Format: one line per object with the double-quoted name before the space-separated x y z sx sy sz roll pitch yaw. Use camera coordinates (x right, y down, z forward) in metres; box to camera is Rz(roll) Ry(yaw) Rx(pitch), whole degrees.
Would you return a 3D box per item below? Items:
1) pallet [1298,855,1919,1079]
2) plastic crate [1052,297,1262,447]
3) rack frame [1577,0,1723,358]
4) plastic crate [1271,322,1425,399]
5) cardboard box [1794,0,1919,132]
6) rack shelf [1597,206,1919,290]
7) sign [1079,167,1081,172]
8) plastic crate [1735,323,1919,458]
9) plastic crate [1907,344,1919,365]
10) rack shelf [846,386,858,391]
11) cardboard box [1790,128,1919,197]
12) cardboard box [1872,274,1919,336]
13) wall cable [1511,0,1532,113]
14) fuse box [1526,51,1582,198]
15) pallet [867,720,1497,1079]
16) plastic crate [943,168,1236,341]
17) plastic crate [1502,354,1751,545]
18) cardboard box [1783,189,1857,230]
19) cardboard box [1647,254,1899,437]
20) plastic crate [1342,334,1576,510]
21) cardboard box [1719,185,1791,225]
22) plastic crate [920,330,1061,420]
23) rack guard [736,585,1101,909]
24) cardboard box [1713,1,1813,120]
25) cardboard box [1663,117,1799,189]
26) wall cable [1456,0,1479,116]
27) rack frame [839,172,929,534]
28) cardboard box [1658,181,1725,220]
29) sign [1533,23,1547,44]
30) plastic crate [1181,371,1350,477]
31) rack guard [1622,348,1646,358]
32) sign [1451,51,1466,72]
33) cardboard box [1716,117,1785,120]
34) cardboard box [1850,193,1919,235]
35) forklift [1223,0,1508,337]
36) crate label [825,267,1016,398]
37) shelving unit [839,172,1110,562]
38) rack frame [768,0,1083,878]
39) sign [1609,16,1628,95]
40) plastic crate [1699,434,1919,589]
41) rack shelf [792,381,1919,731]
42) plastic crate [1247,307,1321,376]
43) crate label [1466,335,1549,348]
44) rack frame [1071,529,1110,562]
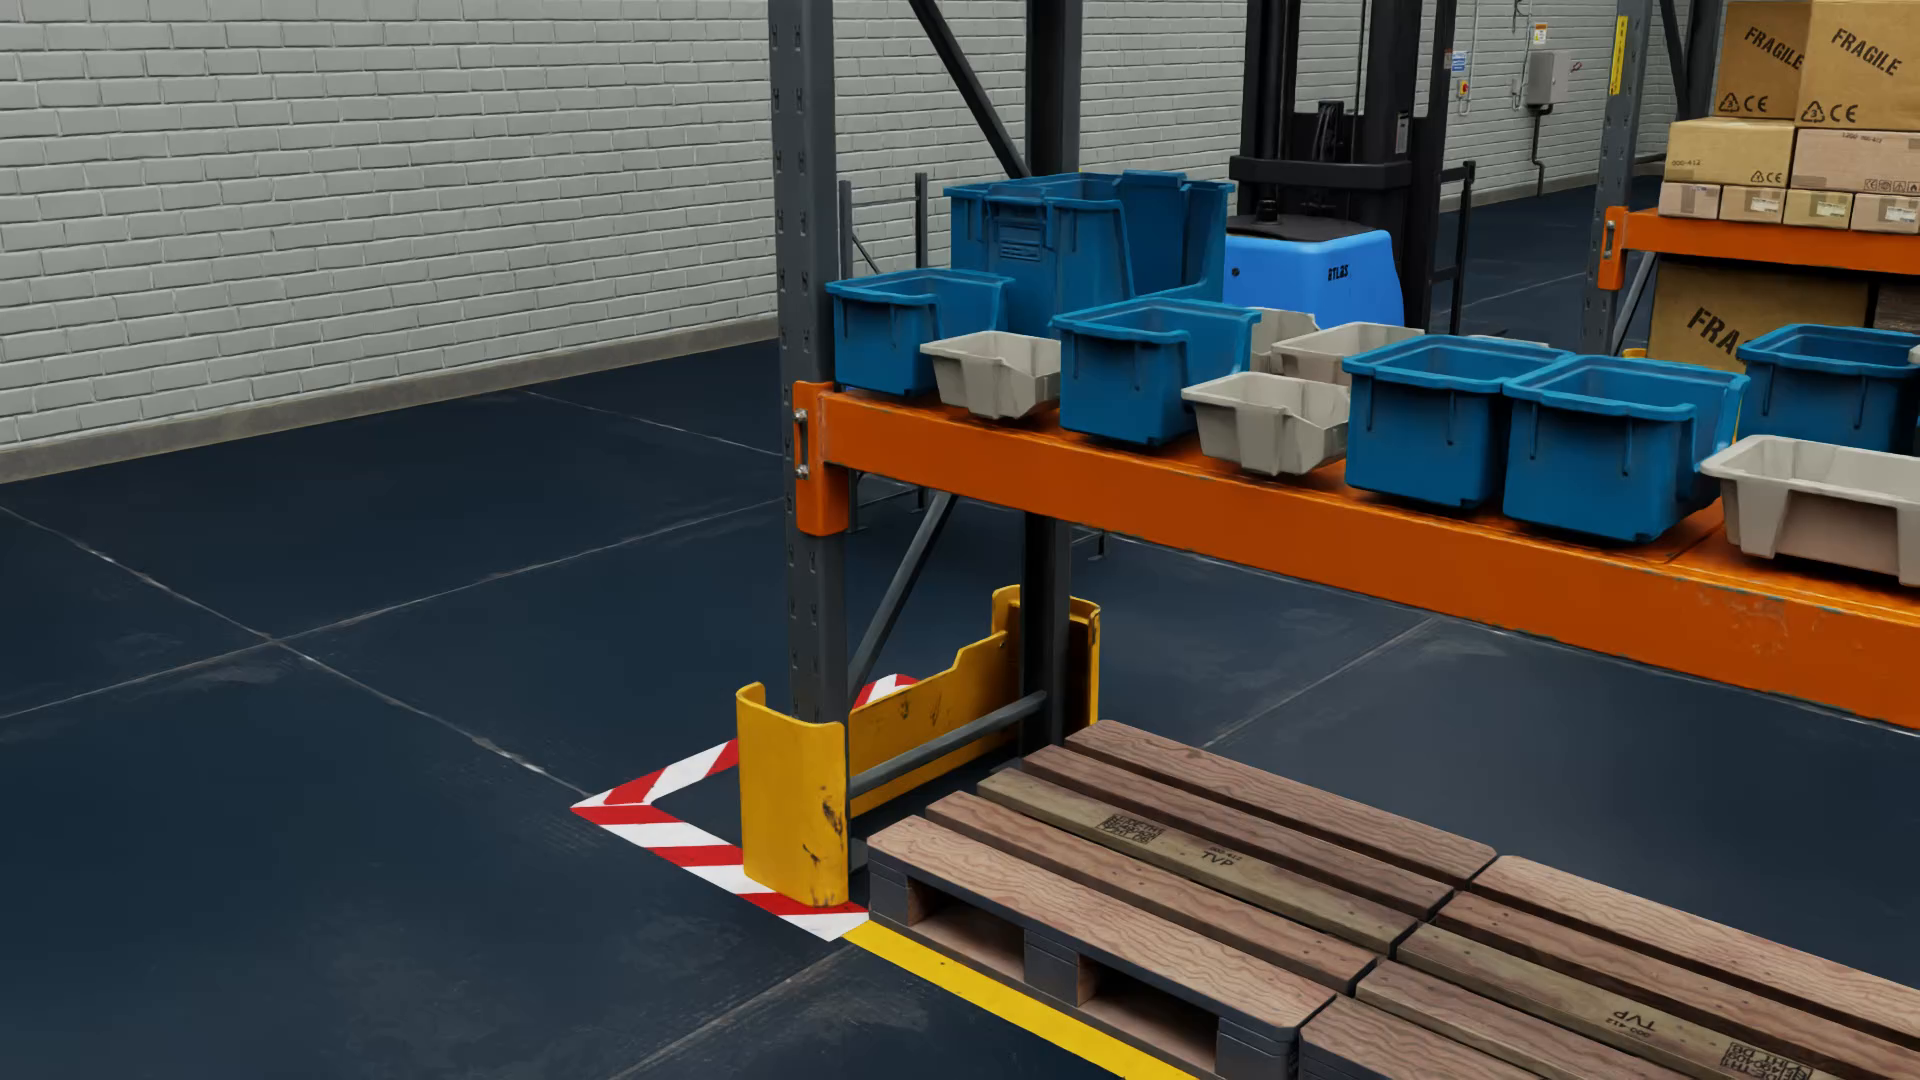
"pallet" 1.445 1.091 3.326 1.213 0.211 1.003 15 23 39
"plastic crate" 0.405 -0.350 3.434 0.300 0.233 0.416 15 23 39
"rack frame" 3.234 -1.778 7.756 0.127 3.000 1.000 15 23 39
"plastic crate" 0.883 -0.376 3.676 0.243 0.136 0.396 15 23 39
"cardboard box" 3.787 -1.948 6.808 0.500 0.500 0.500 14 23 38
"rack shelf" 4.730 -1.034 6.600 4.000 0.370 1.077 15 23 39
"sign" 0.299 -0.863 4.603 0.005 0.325 0.100 15 23 39
"plastic crate" 1.652 -0.252 3.125 0.300 0.233 0.416 15 23 39
"plastic crate" 1.918 -0.175 2.801 0.530 0.282 0.437 15 23 39
"rack shelf" 0.064 -0.526 6.885 1.000 0.185 0.538 15 23 39
"cardboard box" 3.807 -1.588 6.914 0.500 0.250 0.500 15 23 39
"cardboard box" 4.446 -0.673 7.090 0.875 0.875 0.875 15 23 39
"wall cable" 6.511 -5.955 19.237 0.122 1.984 0.588 15 23 39
"fuse box" 7.082 -4.979 19.972 0.414 1.711 0.539 15 23 39
"pallet" 0.537 0.846 4.098 1.213 0.211 1.003 15 23 39
"plastic crate" 0.320 -0.678 4.132 0.499 0.435 0.616 15 23 39
"plastic crate" 1.121 -0.158 2.828 0.300 0.233 0.416 15 23 39
"cardboard box" 3.665 -1.410 7.011 0.250 0.149 0.380 14 23 38
"cardboard box" 3.765 -0.855 7.666 0.875 0.875 0.875 15 23 39
"plastic crate" 0.897 -0.218 3.018 0.300 0.233 0.416 15 23 39
"cardboard box" 3.473 -1.461 7.173 0.250 0.149 0.380 15 23 38
"plastic crate" 0.097 -0.353 3.603 0.298 0.136 0.250 15 23 39
"rack guard" -0.081 0.532 4.609 0.348 0.500 1.175 15 23 39
"cardboard box" 3.773 -2.168 7.500 0.500 0.500 0.500 15 23 40
"cardboard box" 3.413 -1.691 7.238 0.500 0.250 0.500 14 23 38
"wall cable" 5.579 -5.646 18.213 0.123 1.953 0.585 15 23 39
"rack frame" -0.316 -0.800 7.152 0.032 1.500 0.500 15 23 39
"cardboard box" 3.280 -1.513 7.334 0.250 0.149 0.380 15 23 40
"sign" 6.891 -6.016 19.744 0.001 0.242 0.339 15 23 39
"plastic crate" 0.605 -0.217 3.174 0.298 0.136 0.250 15 23 39
"rack guard" 3.216 -0.592 8.149 0.348 0.500 1.175 15 23 39
"sign" 5.501 -5.277 18.335 0.001 0.218 0.327 15 23 39
"cardboard box" 3.772 -1.811 7.616 0.500 0.250 0.500 15 23 38
"cardboard box" 3.861 -1.358 6.847 0.250 0.149 0.380 15 23 38
"forklift" 2.295 -2.248 9.350 1.130 2.935 3.031 14 22 37
"crate label" -0.088 -0.482 3.851 0.303 0.233 0.416 15 23 39
"shelving unit" 0.064 -0.698 6.831 1.048 1.500 0.538 15 23 39
"rack frame" -0.054 -0.658 4.225 0.127 3.000 1.000 15 23 39
"sign" 2.861 -2.104 7.221 0.005 0.325 0.100 15 23 39
"plastic crate" 1.436 -0.039 2.613 0.466 0.136 0.293 15 23 39
"rack shelf" 1.442 0.087 3.069 4.000 0.370 1.077 15 23 39
"plastic crate" 0.676 -0.438 3.869 0.243 0.136 0.396 15 23 39
"crate label" 1.108 -0.326 3.517 0.243 0.136 0.396 15 23 39
"rack frame" 0.444 -0.596 6.509 0.032 1.500 0.500 15 23 39
